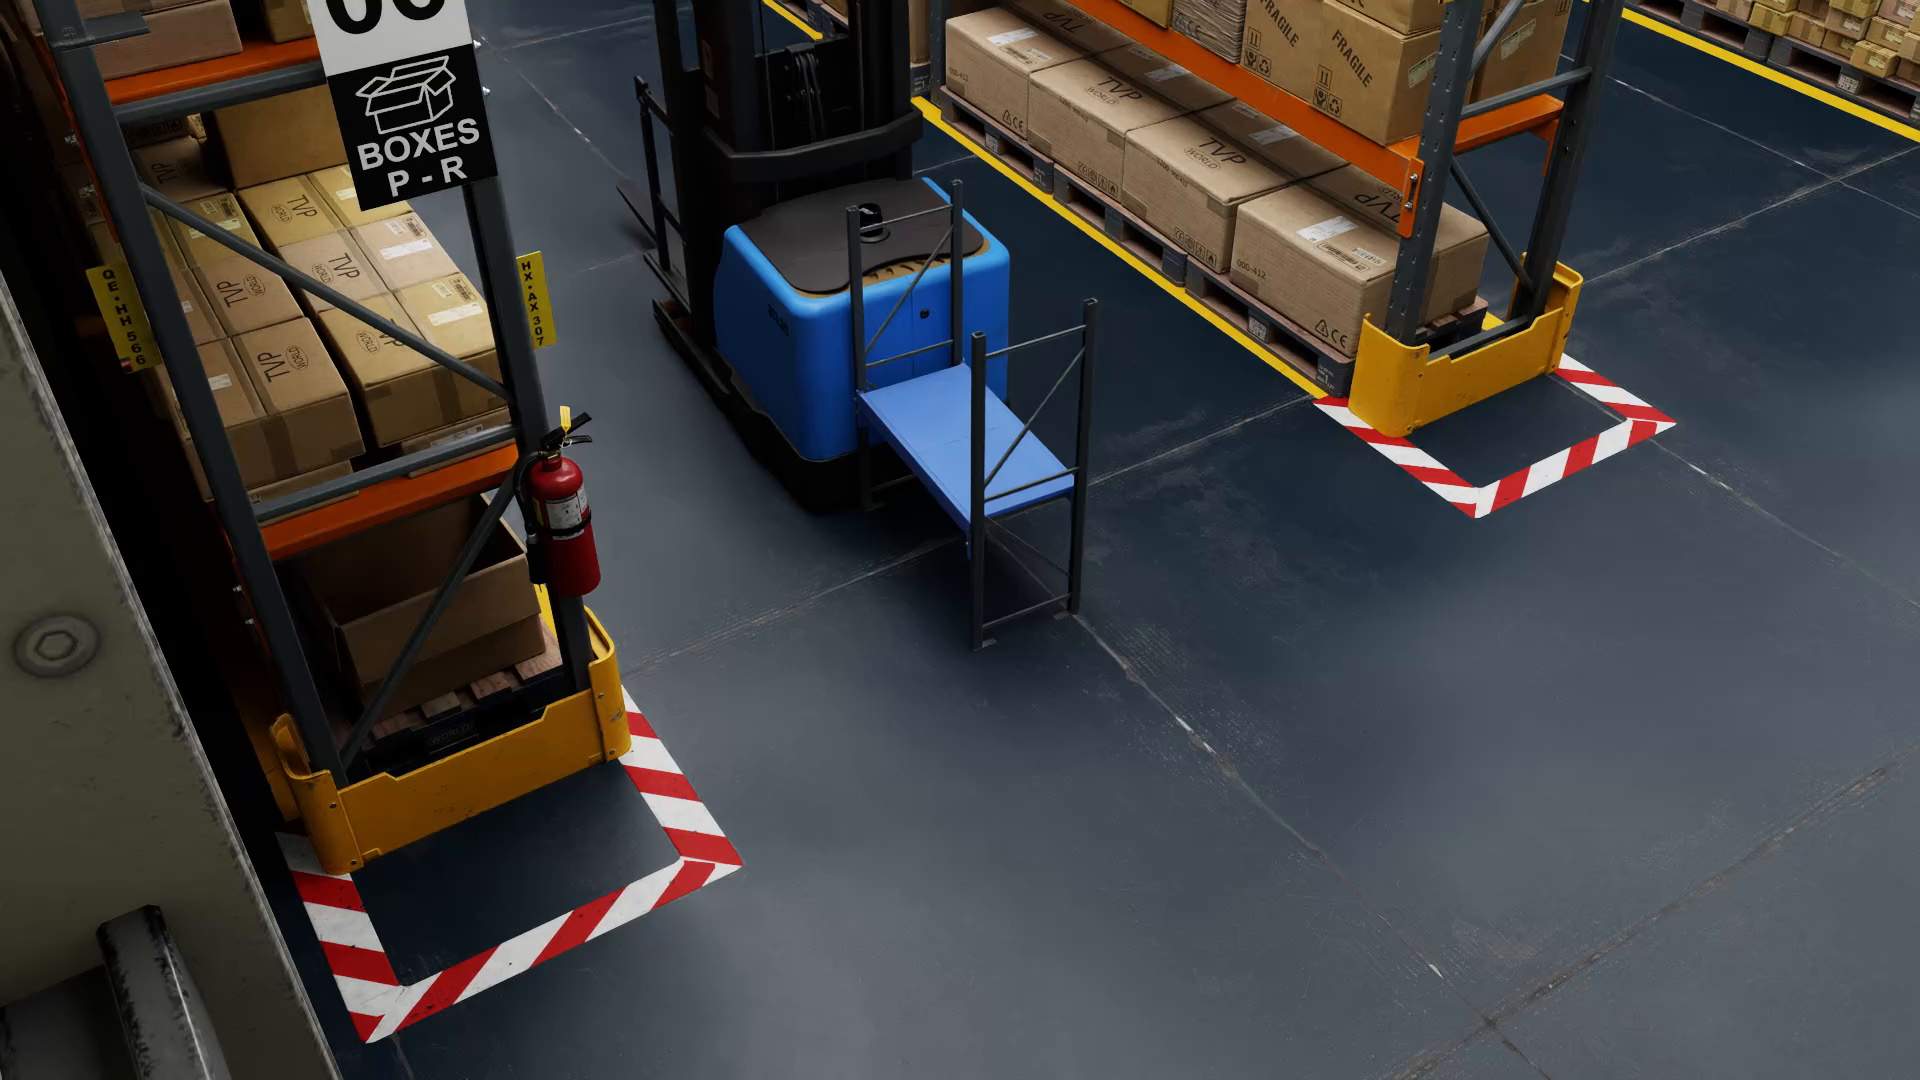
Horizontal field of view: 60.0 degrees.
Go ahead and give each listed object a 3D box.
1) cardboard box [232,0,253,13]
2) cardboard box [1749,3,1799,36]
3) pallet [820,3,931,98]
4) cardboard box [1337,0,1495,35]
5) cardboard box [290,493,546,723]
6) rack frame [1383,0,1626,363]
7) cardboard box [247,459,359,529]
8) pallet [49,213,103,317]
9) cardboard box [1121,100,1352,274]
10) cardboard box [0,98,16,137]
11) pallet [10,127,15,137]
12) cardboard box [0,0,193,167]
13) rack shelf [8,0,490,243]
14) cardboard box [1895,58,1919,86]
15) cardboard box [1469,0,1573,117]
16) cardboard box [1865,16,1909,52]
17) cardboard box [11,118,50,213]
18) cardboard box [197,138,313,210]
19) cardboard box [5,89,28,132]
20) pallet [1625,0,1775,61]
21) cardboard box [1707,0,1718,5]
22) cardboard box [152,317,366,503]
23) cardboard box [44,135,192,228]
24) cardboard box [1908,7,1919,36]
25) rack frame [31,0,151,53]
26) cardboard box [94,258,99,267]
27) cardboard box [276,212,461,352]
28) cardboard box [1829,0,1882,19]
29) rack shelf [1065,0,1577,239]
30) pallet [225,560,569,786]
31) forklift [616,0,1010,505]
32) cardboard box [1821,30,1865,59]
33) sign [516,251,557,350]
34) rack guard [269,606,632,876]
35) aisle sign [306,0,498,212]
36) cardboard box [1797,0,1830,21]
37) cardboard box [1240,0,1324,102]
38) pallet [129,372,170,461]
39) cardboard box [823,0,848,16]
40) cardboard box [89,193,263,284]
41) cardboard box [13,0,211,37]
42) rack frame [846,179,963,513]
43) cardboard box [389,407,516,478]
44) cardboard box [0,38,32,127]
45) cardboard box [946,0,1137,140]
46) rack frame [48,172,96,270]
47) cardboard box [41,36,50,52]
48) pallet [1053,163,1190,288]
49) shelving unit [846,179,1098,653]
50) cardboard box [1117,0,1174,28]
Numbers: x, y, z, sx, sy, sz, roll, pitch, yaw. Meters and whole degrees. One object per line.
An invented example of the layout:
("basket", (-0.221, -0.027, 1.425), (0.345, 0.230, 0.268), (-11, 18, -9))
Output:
("cardboard box", (-1.905, -1.651, 4.742), (0.380, 0.149, 0.250), (-21, 44, -24))
("cardboard box", (5.450, -3.479, 10.981), (0.380, 0.149, 0.250), (-24, 46, -26))
("pallet", (-0.213, -3.400, 11.165), (1.003, 0.211, 1.213), (-22, 45, -24))
("cardboard box", (1.956, -2.522, 7.075), (0.500, 0.500, 0.500), (-21, 44, -23))
("cardboard box", (-2.016, 0.224, 6.260), (0.797, 0.503, 0.637), (-24, 45, -26))
("rack frame", (2.416, -1.922, 7.213), (1.000, 3.000, 0.127), (-22, 45, -24))
("cardboard box", (-2.171, -0.201, 5.344), (0.380, 0.149, 0.250), (-23, 45, -25))
("pallet", (-4.387, -1.725, 9.155), (1.003, 0.211, 1.213), (-22, 45, -24))
("cardboard box", (1.478, -1.911, 8.874), (0.875, 0.438, 0.875), (-21, 44, -23))
("cardboard box", (-5.259, -2.575, 9.622), (0.500, 0.500, 0.500), (-24, 45, -26))
("pallet", (-5.699, -3.042, 10.735), (1.003, 0.211, 1.213), (-22, 45, -24))
("cardboard box", (-3.341, -1.819, 6.389), (0.500, 0.500, 0.500), (-23, 45, -26))
("rack shelf", (-2.842, -2.166, 5.726), (1.077, 0.370, 4.000), (-22, 45, -24))
("cardboard box", (6.076, -2.958, 10.356), (0.380, 0.149, 0.250), (-21, 44, -24))
("cardboard box", (2.400, -2.318, 7.610), (0.500, 0.500, 0.500), (-23, 45, -25))
("cardboard box", (5.916, -3.207, 10.422), (0.380, 0.149, 0.250), (-23, 45, -25))
("cardboard box", (-4.691, -2.005, 8.938), (0.500, 0.500, 0.500), (-24, 45, -26))
("cardboard box", (-2.623, -1.418, 6.494), (0.500, 0.250, 0.500), (-23, 45, -25))
("cardboard box", (-4.803, -2.317, 8.805), (0.380, 0.149, 0.250), (-24, 46, -26))
("pallet", (5.436, -3.758, 11.595), (1.003, 0.211, 1.213), (-22, 45, -24))
("cardboard box", (5.247, -3.796, 11.361), (0.380, 0.149, 0.250), (-21, 44, -23))
("cardboard box", (-2.238, -0.425, 5.301), (0.500, 0.250, 0.500), (-21, 44, -23))
("cardboard box", (-3.328, -1.519, 6.614), (0.500, 0.250, 0.500), (-21, 44, -23))
("cardboard box", (6.037, -3.173, 10.149), (0.380, 0.149, 0.250), (-22, 44, -24))
("rack frame", (-1.767, -2.516, 3.240), (1.000, 3.000, 0.127), (-22, 45, -24))
("cardboard box", (-3.043, -1.015, 6.321), (0.380, 0.149, 0.250), (-22, 45, -25))
("cardboard box", (-2.055, -0.877, 5.844), (0.500, 0.250, 0.500), (-22, 44, -24))
("cardboard box", (5.704, -3.425, 10.451), (0.380, 0.149, 0.250), (-23, 45, -25))
("rack shelf", (1.341, -2.725, 8.739), (1.077, 0.370, 4.000), (-22, 45, -24))
("pallet", (-2.237, 0.389, 6.618), (1.003, 0.211, 1.213), (-22, 45, -24))
("forklift", (-0.913, -2.212, 7.615), (1.130, 2.935, 3.031), (-19, 43, -21))
("cardboard box", (5.783, -3.235, 10.688), (0.380, 0.149, 0.250), (-22, 45, -25))
("sign", (-1.310, -0.730, 5.107), (0.100, 0.325, 0.005), (-22, 45, -24))
("rack guard", (-1.808, 0.708, 6.009), (1.175, 0.500, 0.348), (-22, 45, -24))
("aisle sign", (-1.483, -1.274, 4.405), (0.394, 0.787, 0.004), (-22, 45, -24))
("cardboard box", (5.672, -3.507, 10.782), (0.380, 0.149, 0.250), (-23, 45, -25))
("cardboard box", (1.676, -2.405, 7.715), (0.500, 0.500, 0.500), (-23, 45, -25))
("pallet", (-3.549, -0.928, 8.198), (1.003, 0.211, 1.213), (-22, 45, -24))
("cardboard box", (-0.628, -4.218, 11.300), (0.875, 0.875, 0.875), (-21, 44, -23))
("cardboard box", (-2.777, -0.972, 5.958), (0.500, 0.250, 0.500), (-21, 44, -23))
("cardboard box", (-2.236, -1.566, 4.328), (0.500, 0.250, 0.500), (-23, 45, -25))
("rack frame", (-0.215, -0.779, 7.013), (0.500, 1.500, 0.032), (-19, 43, -21))
("cardboard box", (-1.712, -0.386, 5.567), (0.380, 0.149, 0.250), (-23, 45, -25))
("cardboard box", (-3.879, -2.066, 7.271), (0.500, 0.250, 0.500), (-23, 45, -25))
("cardboard box", (0.512, -2.882, 10.039), (0.875, 0.438, 0.875), (-23, 45, -25))
("rack frame", (-3.918, -2.370, 7.751), (1.000, 3.000, 0.127), (-22, 45, -24))
("cardboard box", (-2.328, -1.481, 4.538), (0.380, 0.149, 0.250), (-21, 44, -24))
("pallet", (1.268, -1.913, 9.381), (1.003, 0.211, 1.213), (-22, 45, -24))
("shelving unit", (0.026, -0.492, 6.669), (0.538, 1.500, 1.048), (-19, 43, -21))
("cardboard box", (1.103, -2.954, 8.373), (0.500, 0.500, 0.500), (-21, 44, -23))
